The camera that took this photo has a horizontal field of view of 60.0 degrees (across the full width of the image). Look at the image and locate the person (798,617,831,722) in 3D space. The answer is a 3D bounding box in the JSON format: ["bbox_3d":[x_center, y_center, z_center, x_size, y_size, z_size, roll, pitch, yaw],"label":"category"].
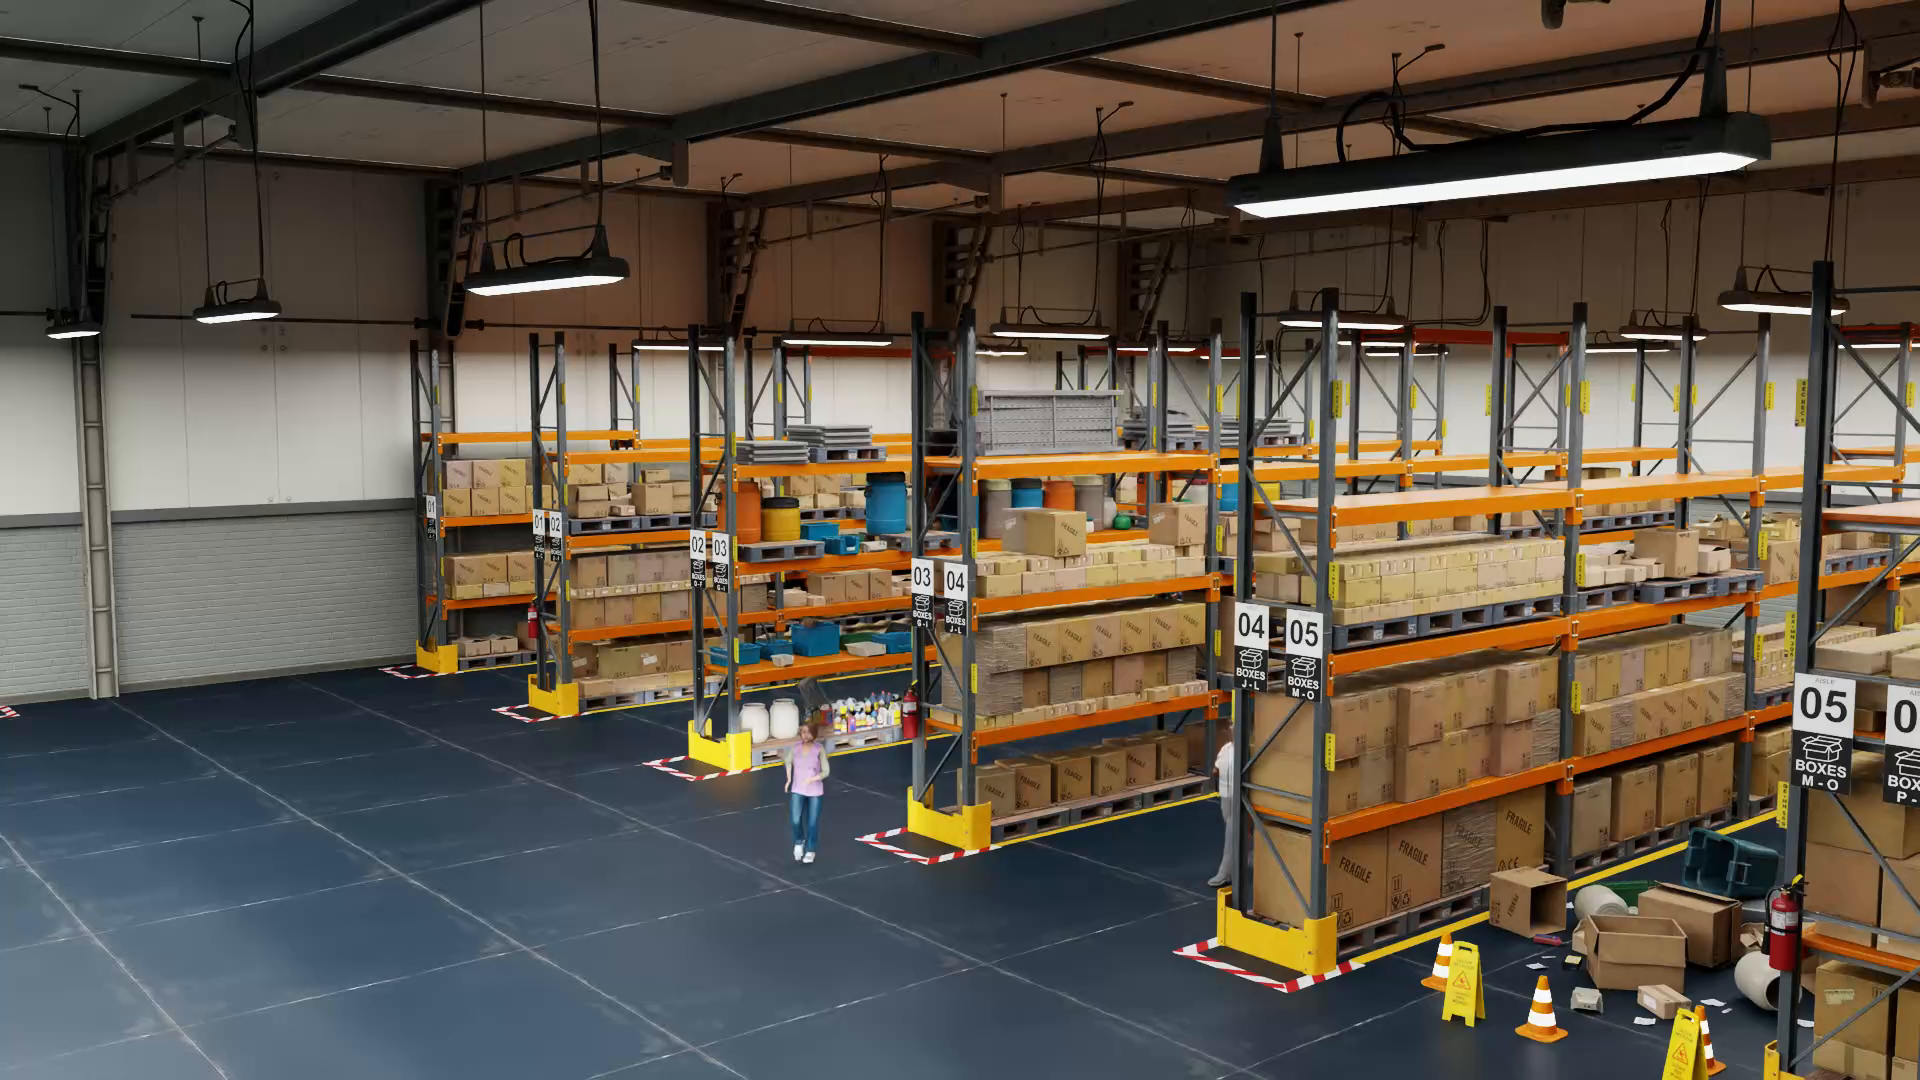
[{"bbox_3d":[-2.285,1.991,25.691,0.818,1.601,0.545,-4,7,-40],"label":"person"}]

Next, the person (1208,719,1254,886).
[{"bbox_3d":[2.899,2.693,17.378,0.938,1.685,0.575,-4,7,-40],"label":"person"}]

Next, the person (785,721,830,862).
[{"bbox_3d":[-1.654,2.725,17.848,0.517,1.561,0.599,0,5,4],"label":"person"}]
